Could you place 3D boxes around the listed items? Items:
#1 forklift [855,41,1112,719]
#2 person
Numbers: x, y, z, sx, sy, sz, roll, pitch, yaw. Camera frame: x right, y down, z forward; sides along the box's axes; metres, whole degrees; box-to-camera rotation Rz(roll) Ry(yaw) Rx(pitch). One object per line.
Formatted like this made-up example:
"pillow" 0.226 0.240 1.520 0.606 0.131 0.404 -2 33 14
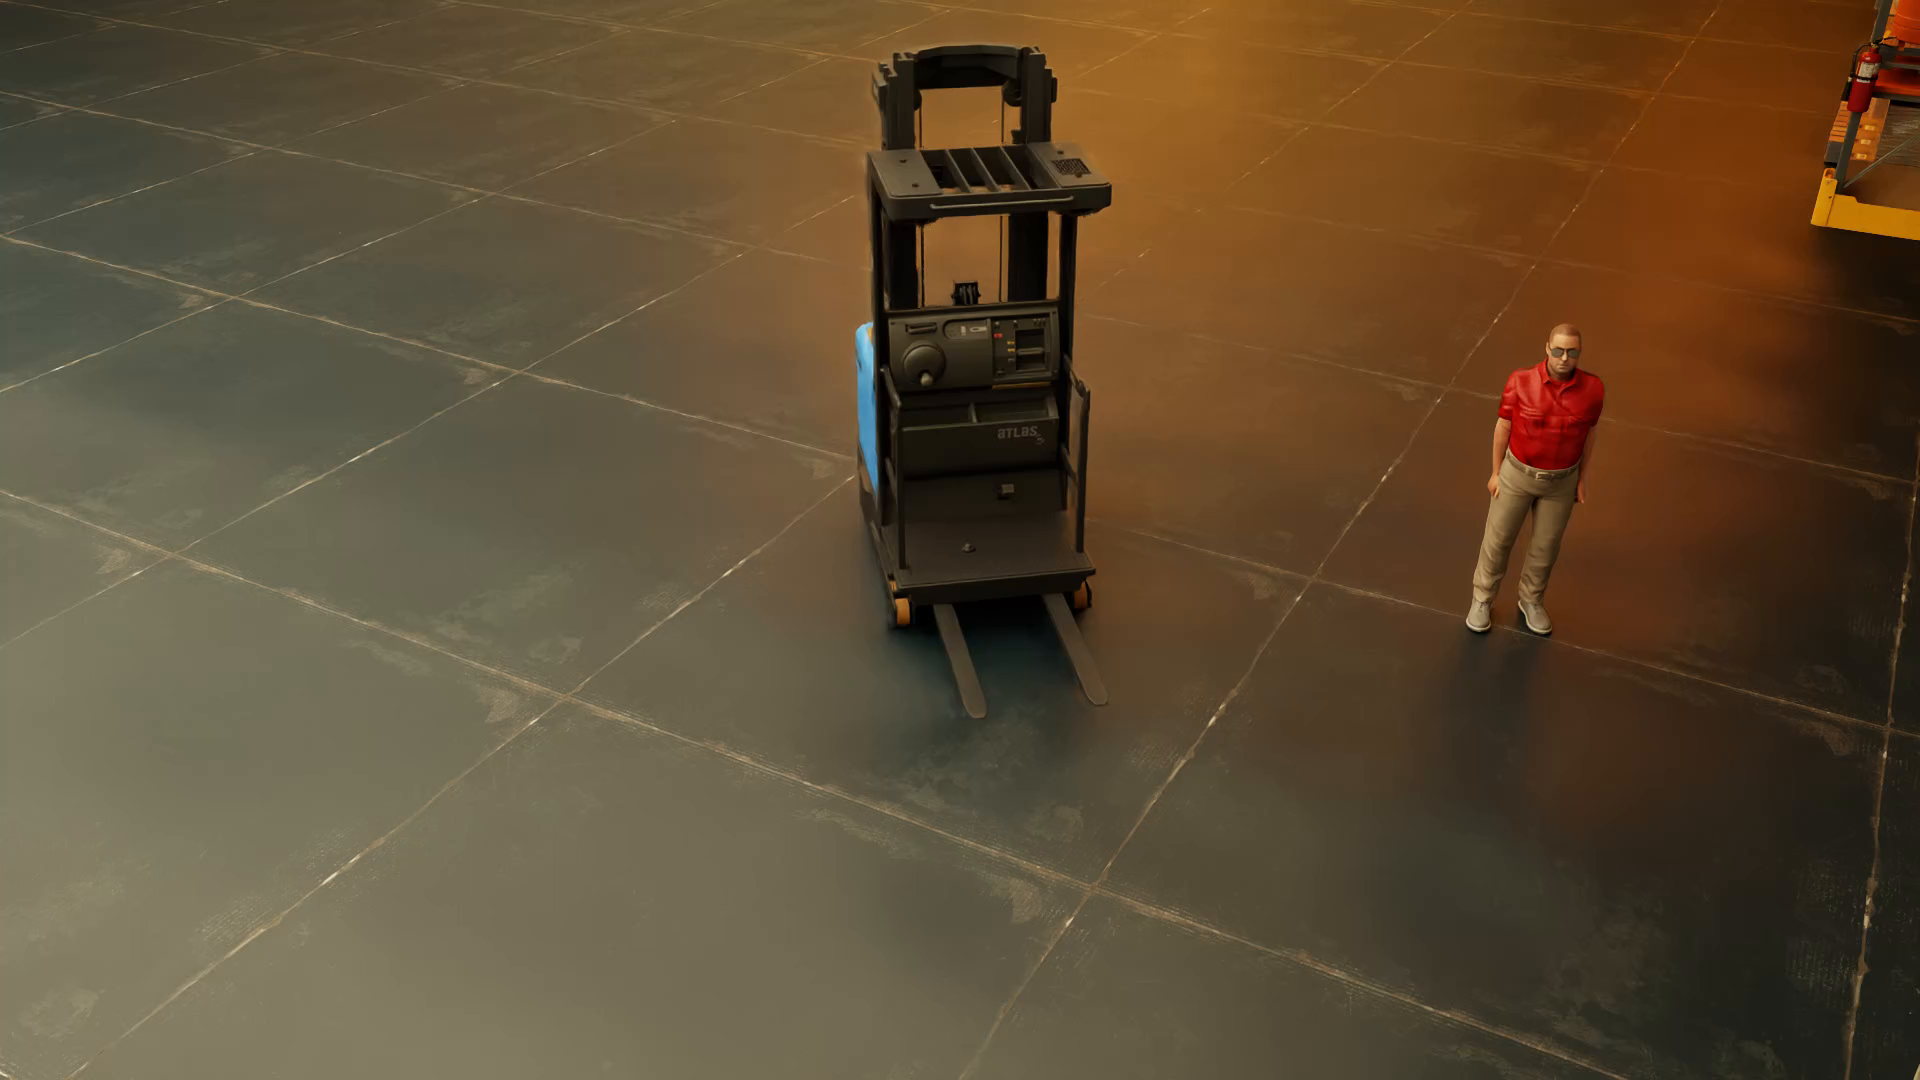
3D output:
"forklift" 0.120 -0.986 8.779 1.130 2.935 3.031 -5 30 -9
"person" 3.070 -0.315 8.824 0.528 1.728 0.389 3 30 5
